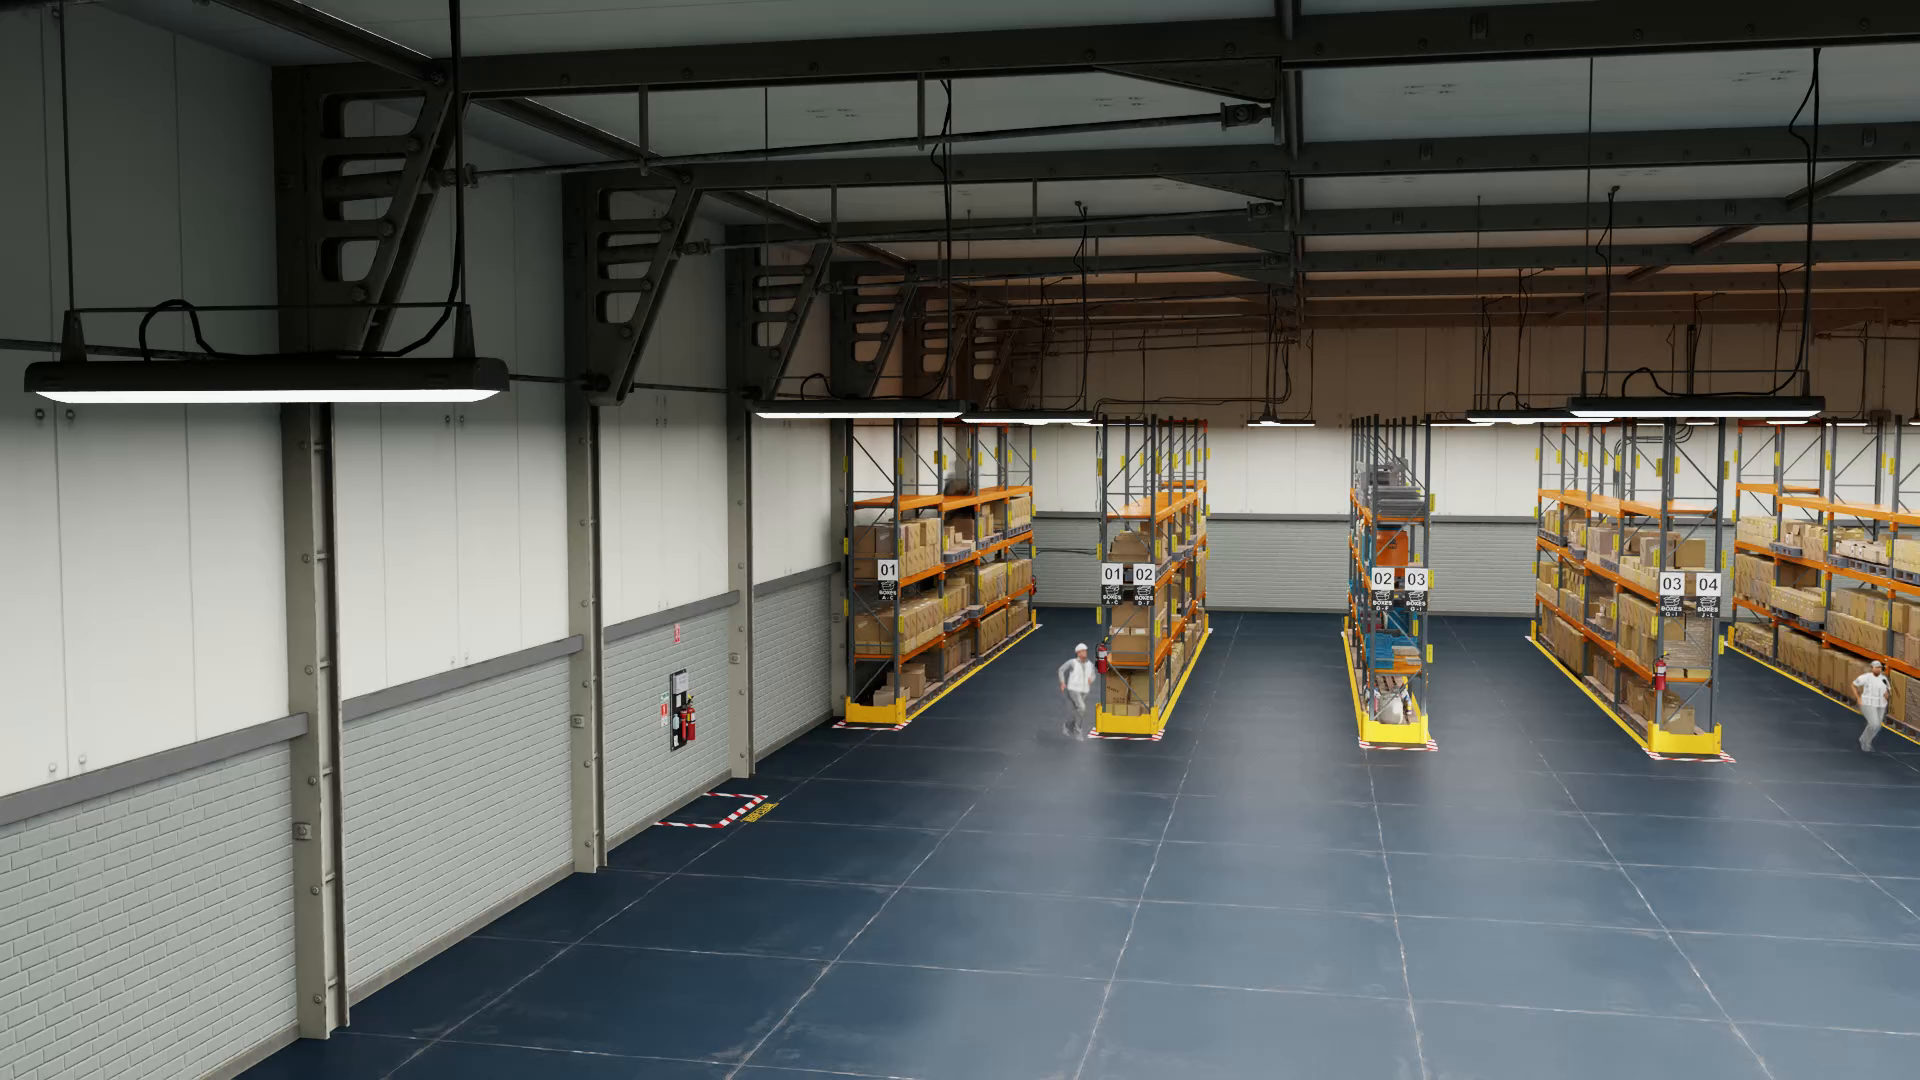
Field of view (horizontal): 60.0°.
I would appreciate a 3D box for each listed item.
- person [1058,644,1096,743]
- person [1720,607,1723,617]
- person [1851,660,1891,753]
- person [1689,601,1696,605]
[{"bbox_3d":[2.217,2.796,30.672,0.644,1.760,0.771,-2,4,-31],"label":"person"},{"bbox_3d":[18.560,2.167,41.121,0.536,1.723,0.734,1,4,17],"label":"person"},{"bbox_3d":[16.142,2.943,29.366,0.582,1.641,0.635,0,4,-3],"label":"person"},{"bbox_3d":[19.231,1.921,44.350,0.667,1.709,0.753,-3,5,-41],"label":"person"}]
